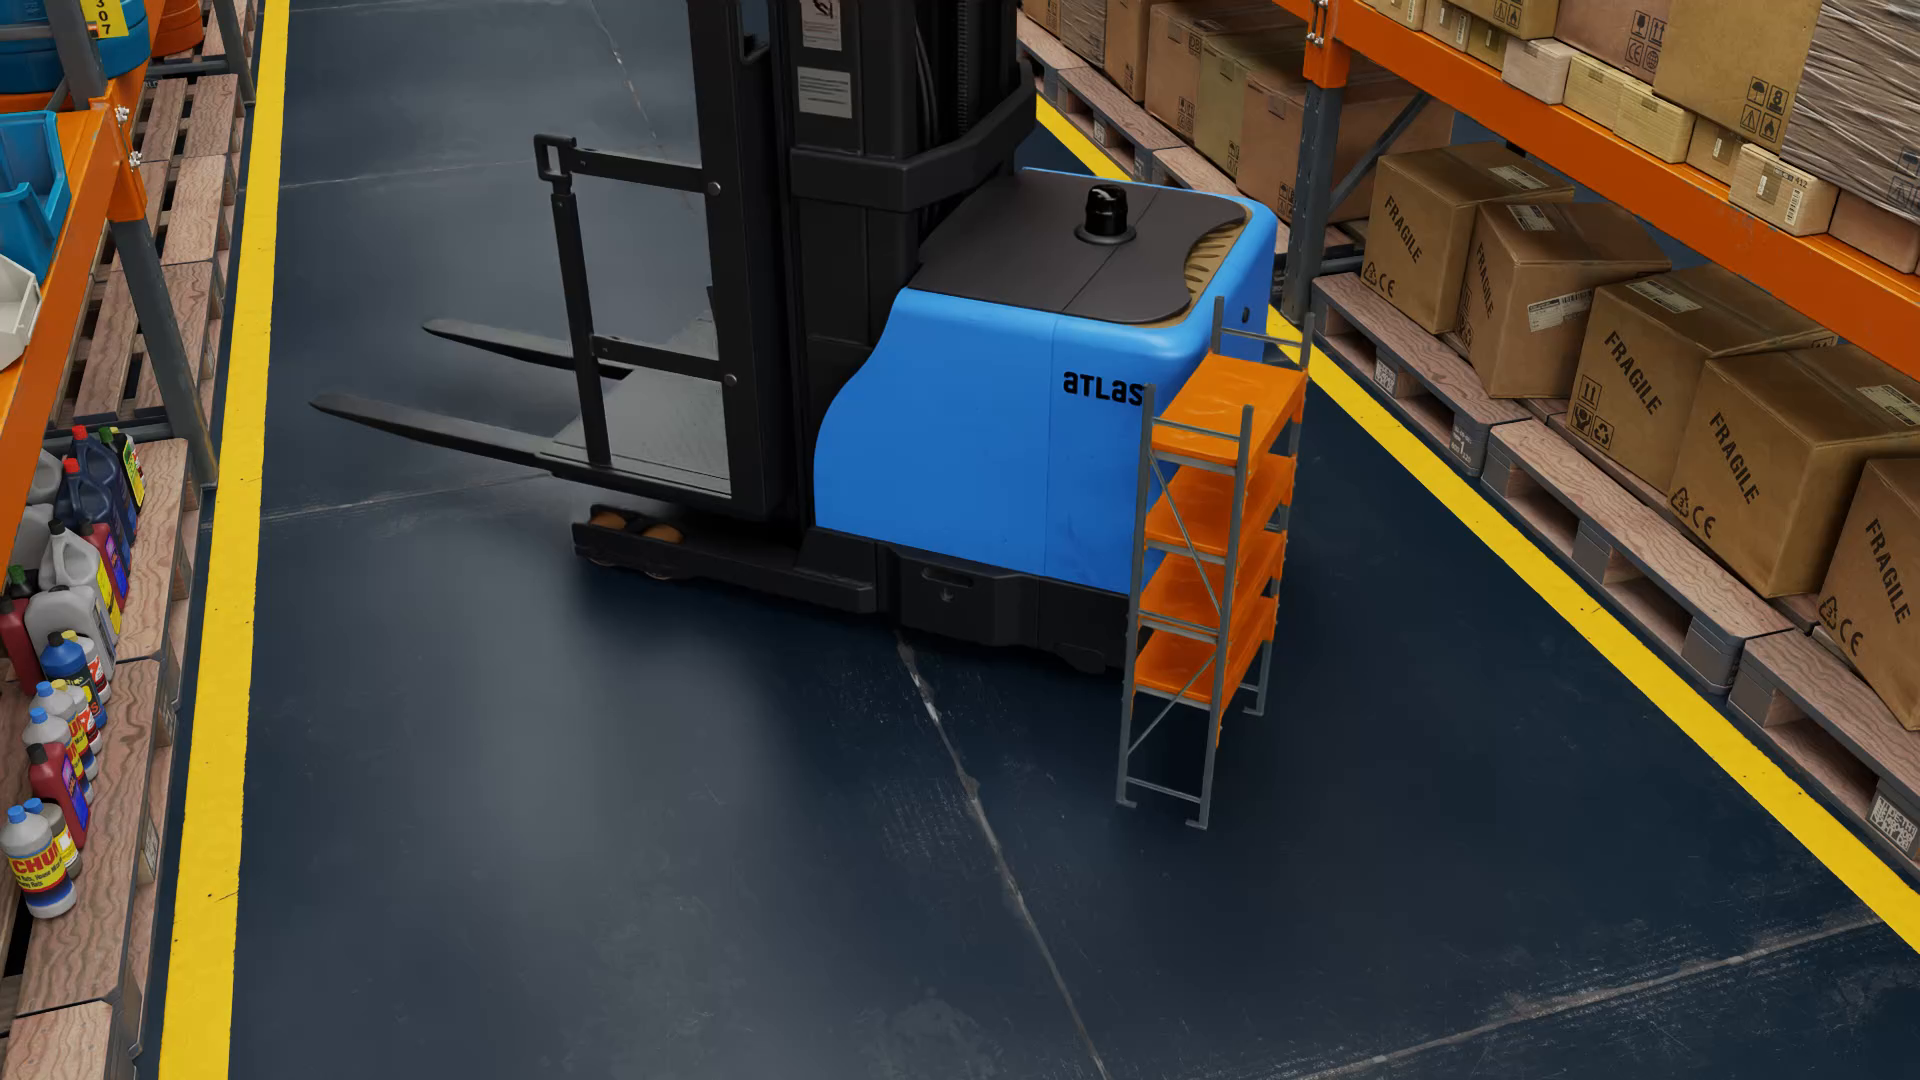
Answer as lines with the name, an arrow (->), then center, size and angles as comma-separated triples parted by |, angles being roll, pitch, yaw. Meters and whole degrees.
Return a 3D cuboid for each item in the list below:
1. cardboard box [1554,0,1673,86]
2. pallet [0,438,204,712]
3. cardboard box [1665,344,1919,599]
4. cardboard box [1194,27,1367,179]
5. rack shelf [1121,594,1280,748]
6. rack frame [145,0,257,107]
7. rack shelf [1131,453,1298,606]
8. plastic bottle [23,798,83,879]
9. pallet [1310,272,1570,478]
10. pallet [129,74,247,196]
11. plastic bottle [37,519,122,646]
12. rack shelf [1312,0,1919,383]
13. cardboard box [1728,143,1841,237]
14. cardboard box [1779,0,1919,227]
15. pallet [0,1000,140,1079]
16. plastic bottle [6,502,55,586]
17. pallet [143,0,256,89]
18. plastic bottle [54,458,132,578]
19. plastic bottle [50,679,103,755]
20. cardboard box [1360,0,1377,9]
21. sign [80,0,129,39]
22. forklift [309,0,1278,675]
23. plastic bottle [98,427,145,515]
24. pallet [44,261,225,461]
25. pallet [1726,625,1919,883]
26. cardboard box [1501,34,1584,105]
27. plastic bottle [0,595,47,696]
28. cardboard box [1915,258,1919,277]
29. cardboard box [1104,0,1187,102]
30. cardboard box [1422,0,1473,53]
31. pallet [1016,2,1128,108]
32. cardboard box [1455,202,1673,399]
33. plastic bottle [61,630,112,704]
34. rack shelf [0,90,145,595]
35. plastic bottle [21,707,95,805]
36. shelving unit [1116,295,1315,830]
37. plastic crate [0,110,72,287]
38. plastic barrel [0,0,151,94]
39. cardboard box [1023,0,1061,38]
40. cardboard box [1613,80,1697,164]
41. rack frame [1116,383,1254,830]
cardboard box -> 2.210, -1.607, 4.600 | 0.875, 0.500, 0.500 | -10, 35, -15
pallet -> -2.787, 0.154, 4.825 | 1.003, 0.211, 1.213 | -10, 35, -15
cardboard box -> 2.422, -0.205, 4.725 | 0.500, 0.500, 0.500 | -7, 34, -10
cardboard box -> 1.470, -1.922, 7.306 | 0.700, 0.500, 0.500 | -10, 35, -15
rack shelf -> 0.612, 0.293, 4.201 | 0.258, 0.148, 0.480 | 15, 36, 21
rack frame -> -4.173, -3.469, 7.779 | 1.000, 3.000, 0.127 | -10, 35, -15
rack shelf -> 0.612, -0.059, 3.968 | 0.258, 0.148, 0.480 | 15, 36, 21
plastic bottle -> -2.020, 0.657, 3.675 | 0.097, 0.201, 0.097 | 0, 33, 0
pallet -> 2.003, -0.692, 6.105 | 1.003, 0.211, 1.213 | -10, 35, -15
pallet -> -3.973, -1.892, 7.922 | 1.003, 0.211, 1.213 | -10, 35, -15
plastic bottle -> -2.324, 0.113, 4.362 | 0.144, 0.351, 0.185 | -10, 35, -15
rack shelf -> 2.375, -0.852, 4.470 | 1.077, 0.370, 4.000 | -10, 35, -15
cardboard box -> 2.143, -0.882, 4.091 | 0.380, 0.149, 0.250 | -10, 35, -15
cardboard box -> 2.465, -1.073, 3.792 | 0.875, 0.500, 0.500 | -10, 35, -15
pallet -> -2.043, 1.435, 2.887 | 1.003, 0.211, 1.213 | -10, 35, -15
plastic bottle -> -2.556, 0.012, 4.582 | 0.152, 0.276, 0.135 | -10, 35, -15
pallet -> -4.453, -2.713, 9.163 | 1.003, 0.211, 1.213 | -10, 35, -15
plastic bottle -> -2.423, -0.057, 4.619 | 0.144, 0.351, 0.185 | -12, 35, -17
plastic bottle -> -2.154, 0.426, 4.023 | 0.097, 0.201, 0.097 | 0, 33, 0
cardboard box -> 1.544, -1.934, 5.683 | 0.380, 0.149, 0.250 | -10, 35, -15
sign -> -2.425, -1.571, 4.656 | 0.100, 0.325, 0.005 | -10, 35, -15
forklift -> -0.644, -1.358, 4.646 | 3.031, 2.935, 1.130 | 12, 35, 18
plastic bottle -> -2.492, -0.222, 4.930 | 0.061, 0.283, 0.133 | -8, 34, -12
pallet -> -3.229, -0.611, 5.984 | 1.003, 0.211, 1.213 | -10, 35, -15
pallet -> 2.747, 0.589, 4.167 | 1.003, 0.211, 1.213 | -10, 35, -15
cardboard box -> 1.832, -1.406, 4.884 | 0.380, 0.149, 0.250 | -10, 35, -15
plastic bottle -> -2.380, 0.245, 4.223 | 0.061, 0.283, 0.133 | -10, 35, -15
cardboard box -> 2.402, -0.638, 3.722 | 0.380, 0.149, 0.250 | -10, 35, -15
cardboard box -> 1.129, -2.509, 8.194 | 0.700, 0.500, 0.500 | -7, 34, -11
cardboard box -> 1.710, -1.673, 5.290 | 0.380, 0.149, 0.250 | -10, 35, -15
pallet -> 0.781, -2.728, 9.187 | 1.003, 0.211, 1.213 | -10, 35, -15
cardboard box -> 2.030, -0.818, 5.653 | 0.500, 0.500, 0.500 | 0, 33, 1
plastic bottle -> -2.217, 0.318, 4.186 | 0.097, 0.201, 0.097 | 0, 33, 0
rack shelf -> -2.342, -0.019, 3.210 | 1.077, 0.370, 4.000 | -10, 35, -15
plastic bottle -> -2.093, 0.502, 3.846 | 0.097, 0.271, 0.097 | 0, 33, 0
shelving unit -> 0.612, 0.071, 4.054 | 0.258, 1.200, 0.503 | 15, 36, 21
plastic crate -> -2.356, -0.771, 3.831 | 0.499, 0.251, 0.616 | -10, 35, -15
plastic barrel -> -2.782, -1.832, 4.847 | 0.600, 0.901, 0.708 | -10, 35, -15
cardboard box -> 0.768, -3.094, 9.080 | 0.700, 0.500, 0.500 | -12, 35, -17
cardboard box -> 2.014, -1.148, 4.495 | 0.380, 0.149, 0.250 | -10, 35, -15
rack frame -> 0.508, 0.193, 3.870 | 0.240, 1.200, 0.015 | 15, 36, 21
